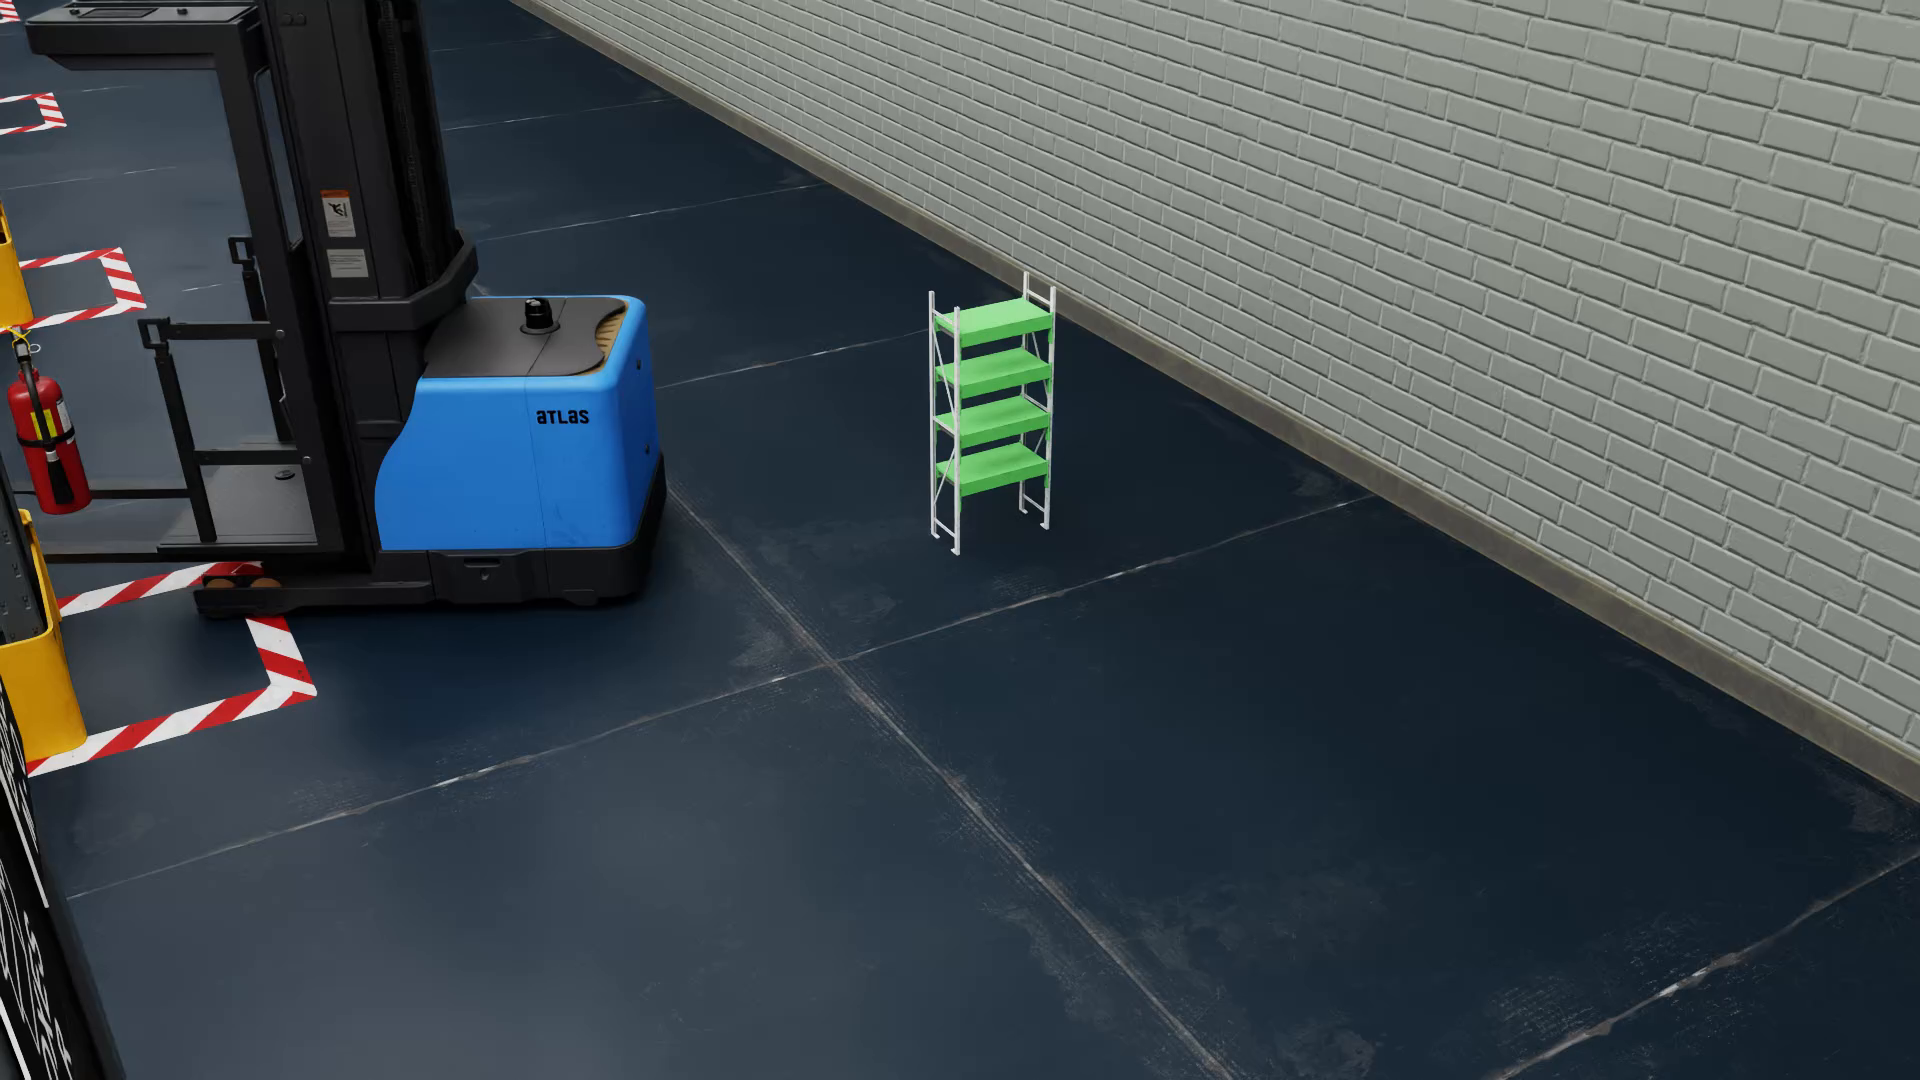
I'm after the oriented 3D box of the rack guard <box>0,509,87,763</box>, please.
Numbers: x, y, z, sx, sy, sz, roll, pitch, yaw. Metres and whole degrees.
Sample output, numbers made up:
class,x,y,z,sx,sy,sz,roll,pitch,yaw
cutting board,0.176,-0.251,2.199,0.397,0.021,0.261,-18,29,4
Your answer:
class,x,y,z,sx,sy,sz,roll,pitch,yaw
rack guard,-3.761,0.363,6.575,0.348,0.500,1.175,-16,33,-26

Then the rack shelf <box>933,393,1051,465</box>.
class,x,y,z,sx,sy,sz,roll,pitch,yaw
rack shelf,0.143,-0.510,7.564,0.480,0.148,0.258,-16,33,-26

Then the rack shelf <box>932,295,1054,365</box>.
class,x,y,z,sx,sy,sz,roll,pitch,yaw
rack shelf,0.143,-0.930,7.332,0.480,0.148,0.258,-16,33,-26

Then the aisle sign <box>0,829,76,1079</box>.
class,x,y,z,sx,sy,sz,roll,pitch,yaw
aisle sign,-0.882,0.260,1.483,0.004,0.787,0.394,-16,33,-26

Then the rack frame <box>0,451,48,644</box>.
class,x,y,z,sx,sy,sz,roll,pitch,yaw
rack frame,-3.696,-0.750,6.005,0.127,3.000,1.000,-16,33,-26

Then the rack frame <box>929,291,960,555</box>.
class,x,y,z,sx,sy,sz,roll,pitch,yaw
rack frame,-0.068,-0.506,7.425,0.015,1.200,0.240,-16,33,-26

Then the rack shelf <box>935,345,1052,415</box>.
class,x,y,z,sx,sy,sz,roll,pitch,yaw
rack shelf,0.143,-0.720,7.448,0.480,0.148,0.258,-16,33,-26

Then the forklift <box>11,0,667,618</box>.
class,x,y,z,sx,sy,sz,roll,pitch,yaw
forklift,-2.910,-1.207,6.904,3.031,2.935,1.130,-1,29,-1

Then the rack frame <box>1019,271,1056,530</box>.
class,x,y,z,sx,sy,sz,roll,pitch,yaw
rack frame,0.353,-0.626,7.642,0.015,1.200,0.240,-16,33,-26

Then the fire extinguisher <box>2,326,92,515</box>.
class,x,y,z,sx,sy,sz,roll,pitch,yaw
fire extinguisher,-3.245,-0.423,5.877,0.183,0.674,0.296,-16,33,-26

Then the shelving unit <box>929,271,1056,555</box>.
class,x,y,z,sx,sy,sz,roll,pitch,yaw
shelving unit,0.143,-0.566,7.534,0.503,1.200,0.258,-16,33,-26

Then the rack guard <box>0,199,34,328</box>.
class,x,y,z,sx,sy,sz,roll,pitch,yaw
rack guard,-6.100,-1.753,10.409,0.348,0.500,1.175,-16,33,-26

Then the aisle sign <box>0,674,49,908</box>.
class,x,y,z,sx,sy,sz,roll,pitch,yaw
aisle sign,-1.185,0.010,1.936,0.004,0.787,0.394,-16,33,-26

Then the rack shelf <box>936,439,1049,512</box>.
class,x,y,z,sx,sy,sz,roll,pitch,yaw
rack shelf,0.143,-0.300,7.680,0.480,0.148,0.258,-16,33,-26
